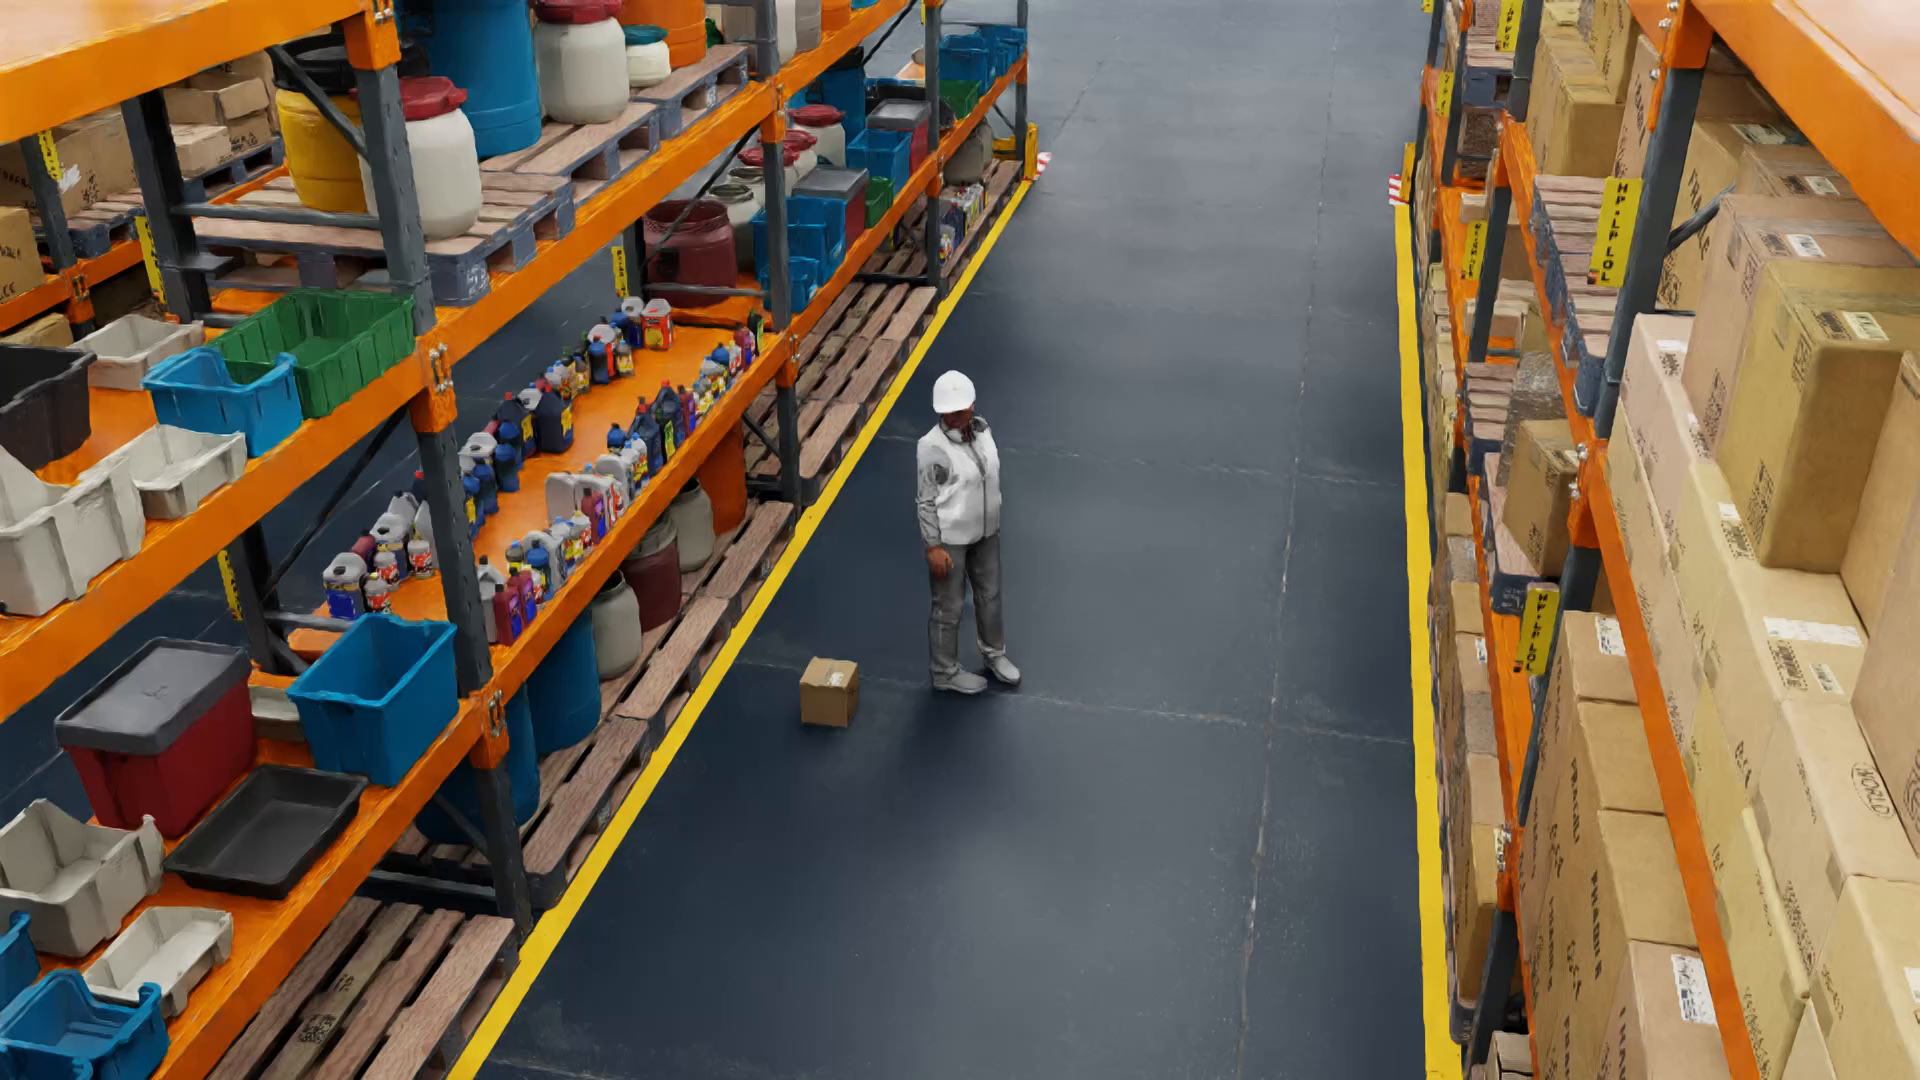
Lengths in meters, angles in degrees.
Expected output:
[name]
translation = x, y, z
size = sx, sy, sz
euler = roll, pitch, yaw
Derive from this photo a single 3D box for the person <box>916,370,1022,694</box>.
[person]
translation = 0.048, -0.028, 8.616
size = 0.571, 1.776, 0.491
euler = -25, 37, -37
